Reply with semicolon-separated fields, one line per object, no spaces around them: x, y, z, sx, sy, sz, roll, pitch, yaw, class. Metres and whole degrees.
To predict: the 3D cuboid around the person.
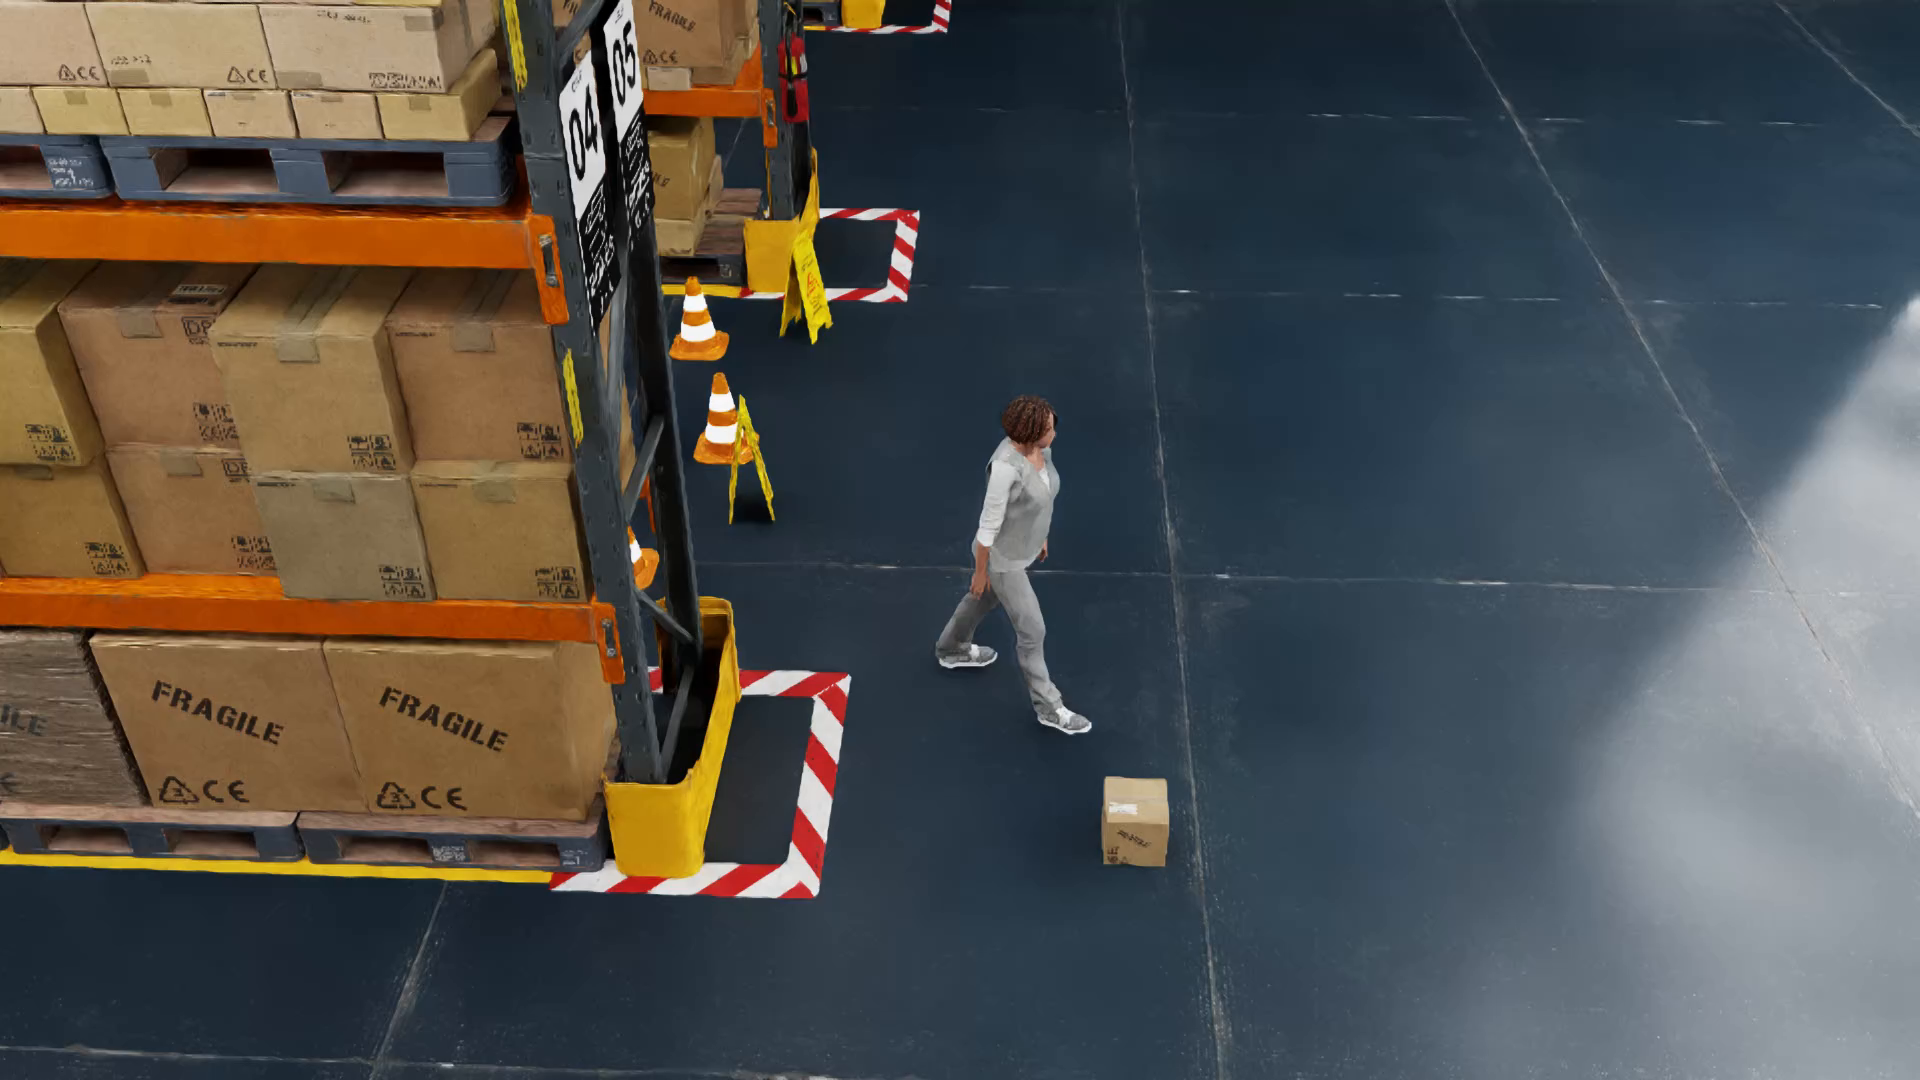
0.259;0.048;7.047;0.819;1.551;0.451;14;38;18;person
